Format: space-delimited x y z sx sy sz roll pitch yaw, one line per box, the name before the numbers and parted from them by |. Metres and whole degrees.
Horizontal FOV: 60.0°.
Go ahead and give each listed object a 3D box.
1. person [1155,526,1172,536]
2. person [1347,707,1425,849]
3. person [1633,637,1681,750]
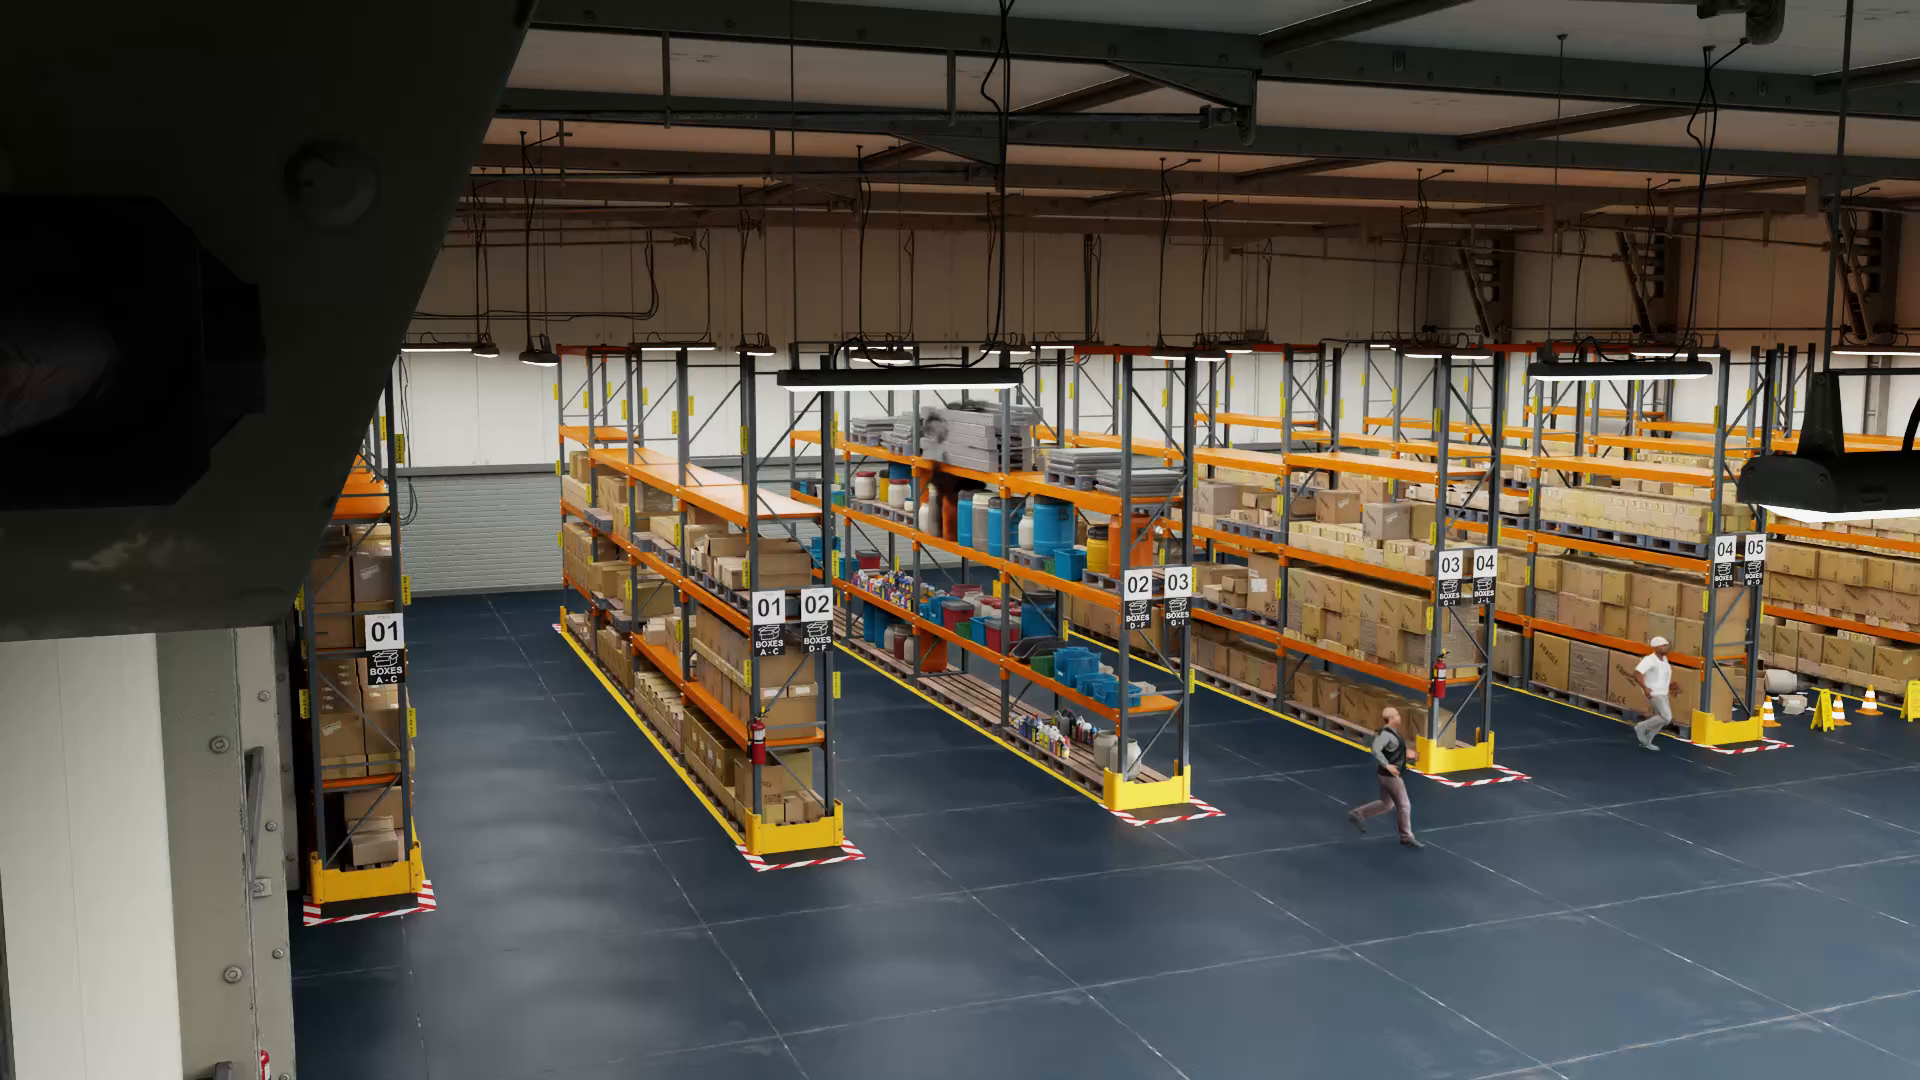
person | 4.968 0.241 41.199 0.768 1.748 0.723 -5 9 -32
person | 5.246 2.901 20.391 0.940 1.728 0.663 1 7 11
person | 10.514 2.312 25.038 0.688 1.723 0.559 -7 10 -43
